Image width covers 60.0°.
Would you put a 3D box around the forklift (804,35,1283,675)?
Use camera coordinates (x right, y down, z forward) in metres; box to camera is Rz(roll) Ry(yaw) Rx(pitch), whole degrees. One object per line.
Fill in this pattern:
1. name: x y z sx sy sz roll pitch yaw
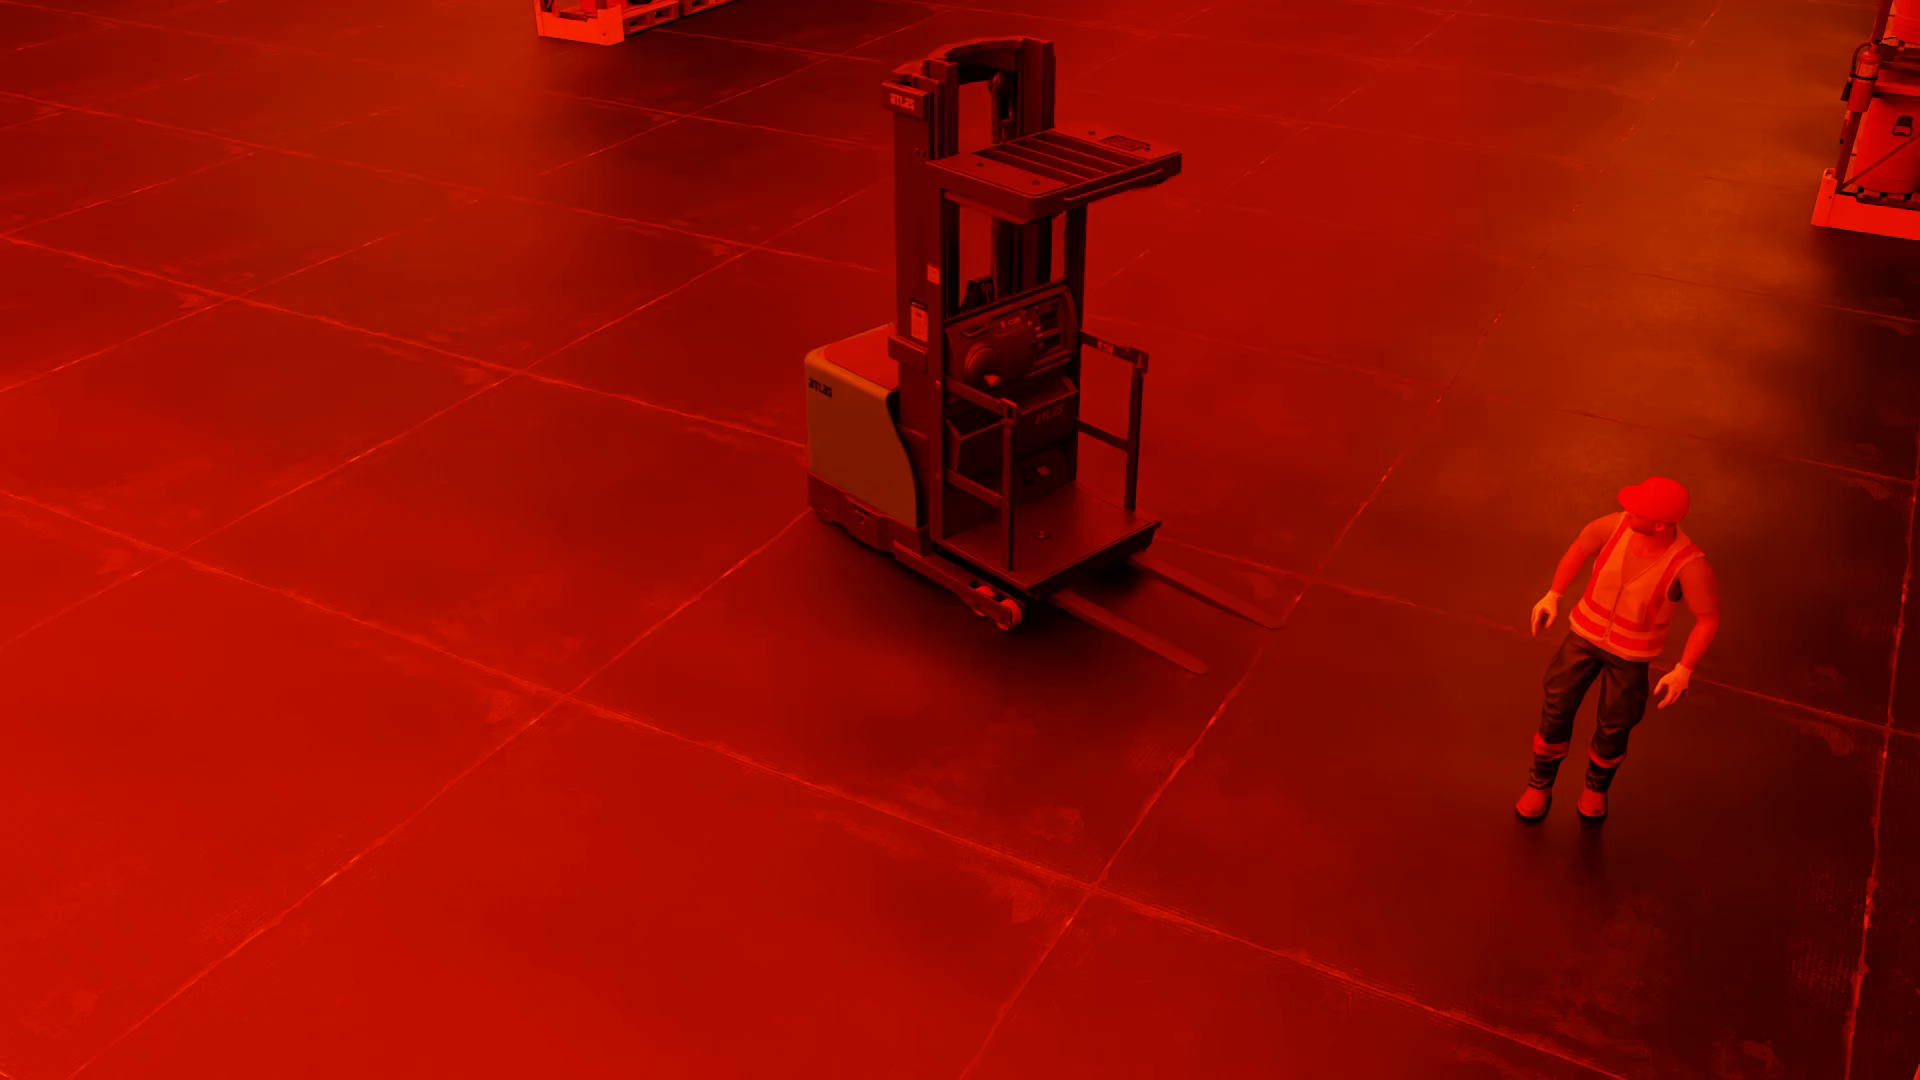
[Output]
1. forklift: 0.435 -1.065 8.916 1.130 2.935 3.031 -25 38 -36

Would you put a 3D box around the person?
1. person: 2.890 0.496 7.380 0.763 1.765 0.503 22 36 32
